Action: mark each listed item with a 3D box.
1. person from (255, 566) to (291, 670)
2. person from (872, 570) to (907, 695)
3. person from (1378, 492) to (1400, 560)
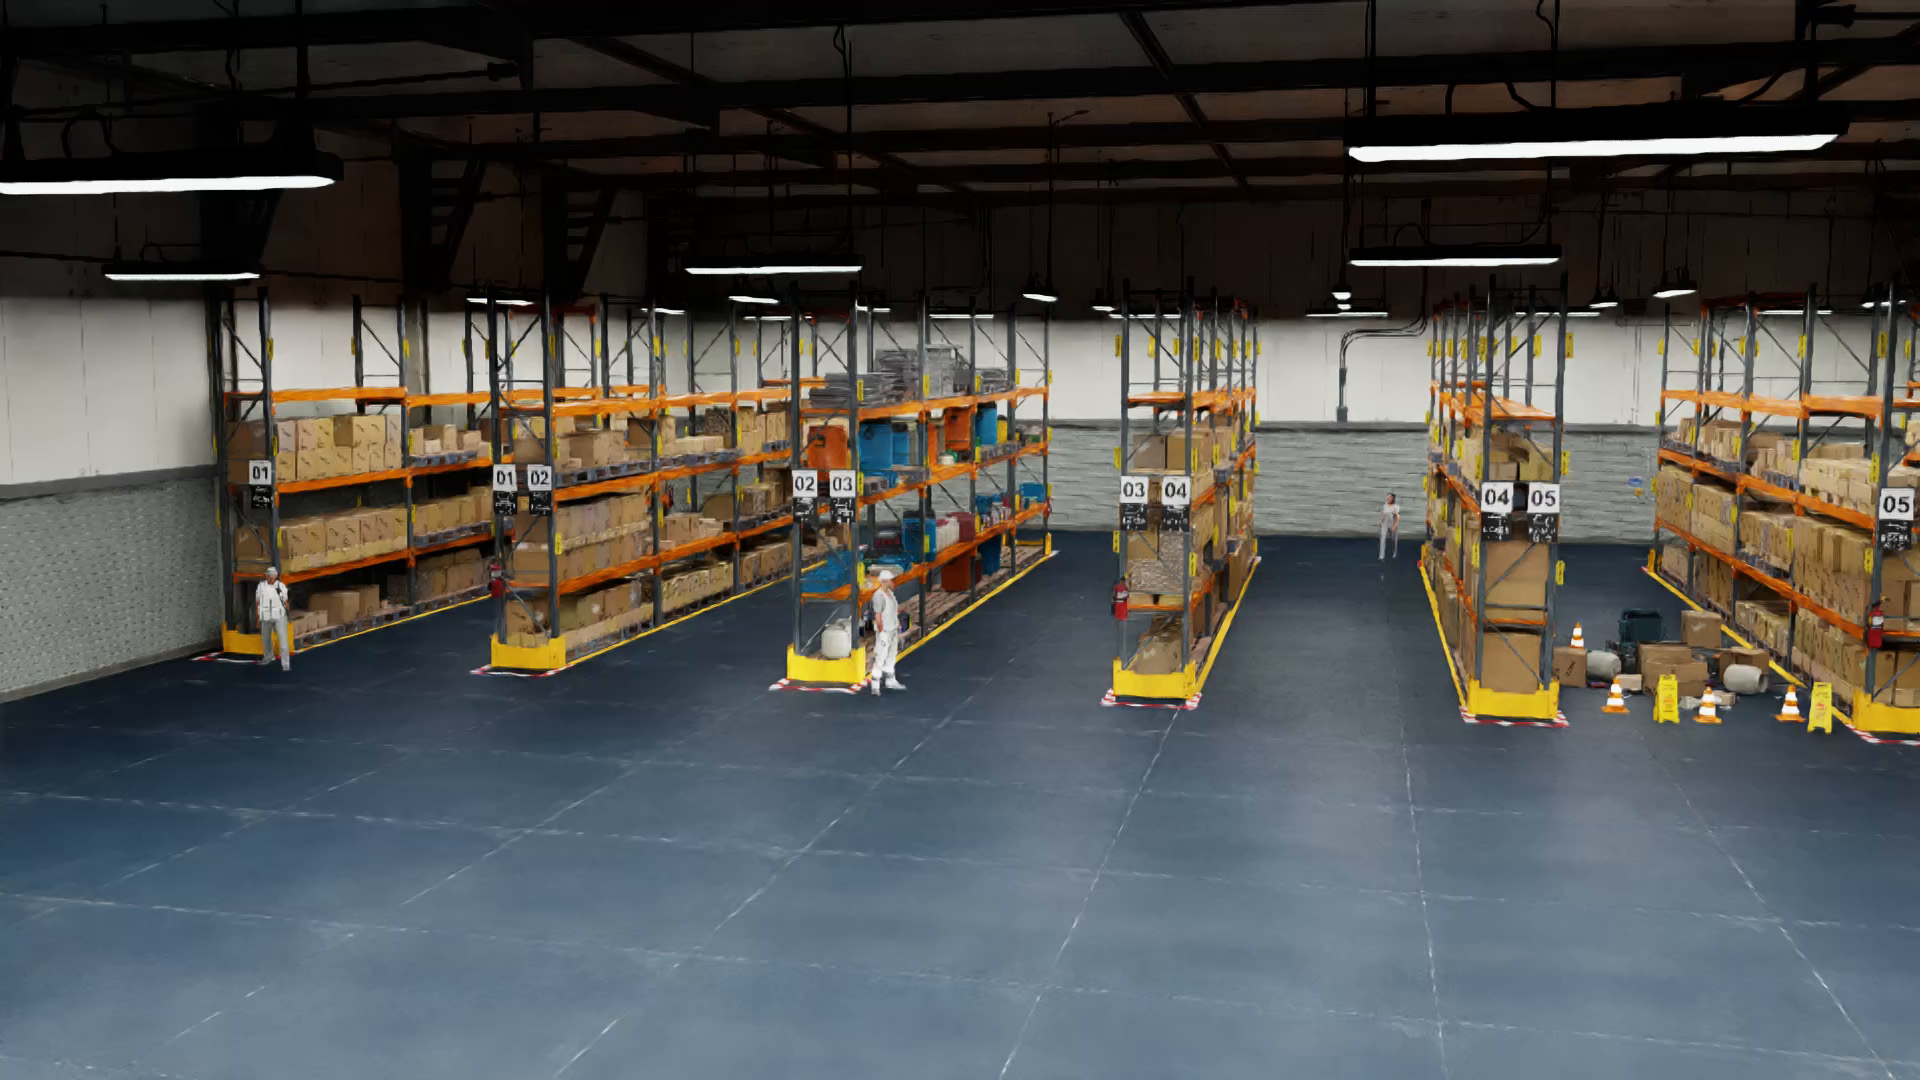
[{"bbox_3d":[-10.760,1.209,26.006,0.587,1.626,0.918,-2,7,-14],"label":"person"},{"bbox_3d":[-1.054,1.321,24.168,0.391,1.793,0.711,3,7,23],"label":"person"},{"bbox_3d":[10.195,-0.333,39.407,0.444,1.605,1.018,3,7,23],"label":"person"}]
